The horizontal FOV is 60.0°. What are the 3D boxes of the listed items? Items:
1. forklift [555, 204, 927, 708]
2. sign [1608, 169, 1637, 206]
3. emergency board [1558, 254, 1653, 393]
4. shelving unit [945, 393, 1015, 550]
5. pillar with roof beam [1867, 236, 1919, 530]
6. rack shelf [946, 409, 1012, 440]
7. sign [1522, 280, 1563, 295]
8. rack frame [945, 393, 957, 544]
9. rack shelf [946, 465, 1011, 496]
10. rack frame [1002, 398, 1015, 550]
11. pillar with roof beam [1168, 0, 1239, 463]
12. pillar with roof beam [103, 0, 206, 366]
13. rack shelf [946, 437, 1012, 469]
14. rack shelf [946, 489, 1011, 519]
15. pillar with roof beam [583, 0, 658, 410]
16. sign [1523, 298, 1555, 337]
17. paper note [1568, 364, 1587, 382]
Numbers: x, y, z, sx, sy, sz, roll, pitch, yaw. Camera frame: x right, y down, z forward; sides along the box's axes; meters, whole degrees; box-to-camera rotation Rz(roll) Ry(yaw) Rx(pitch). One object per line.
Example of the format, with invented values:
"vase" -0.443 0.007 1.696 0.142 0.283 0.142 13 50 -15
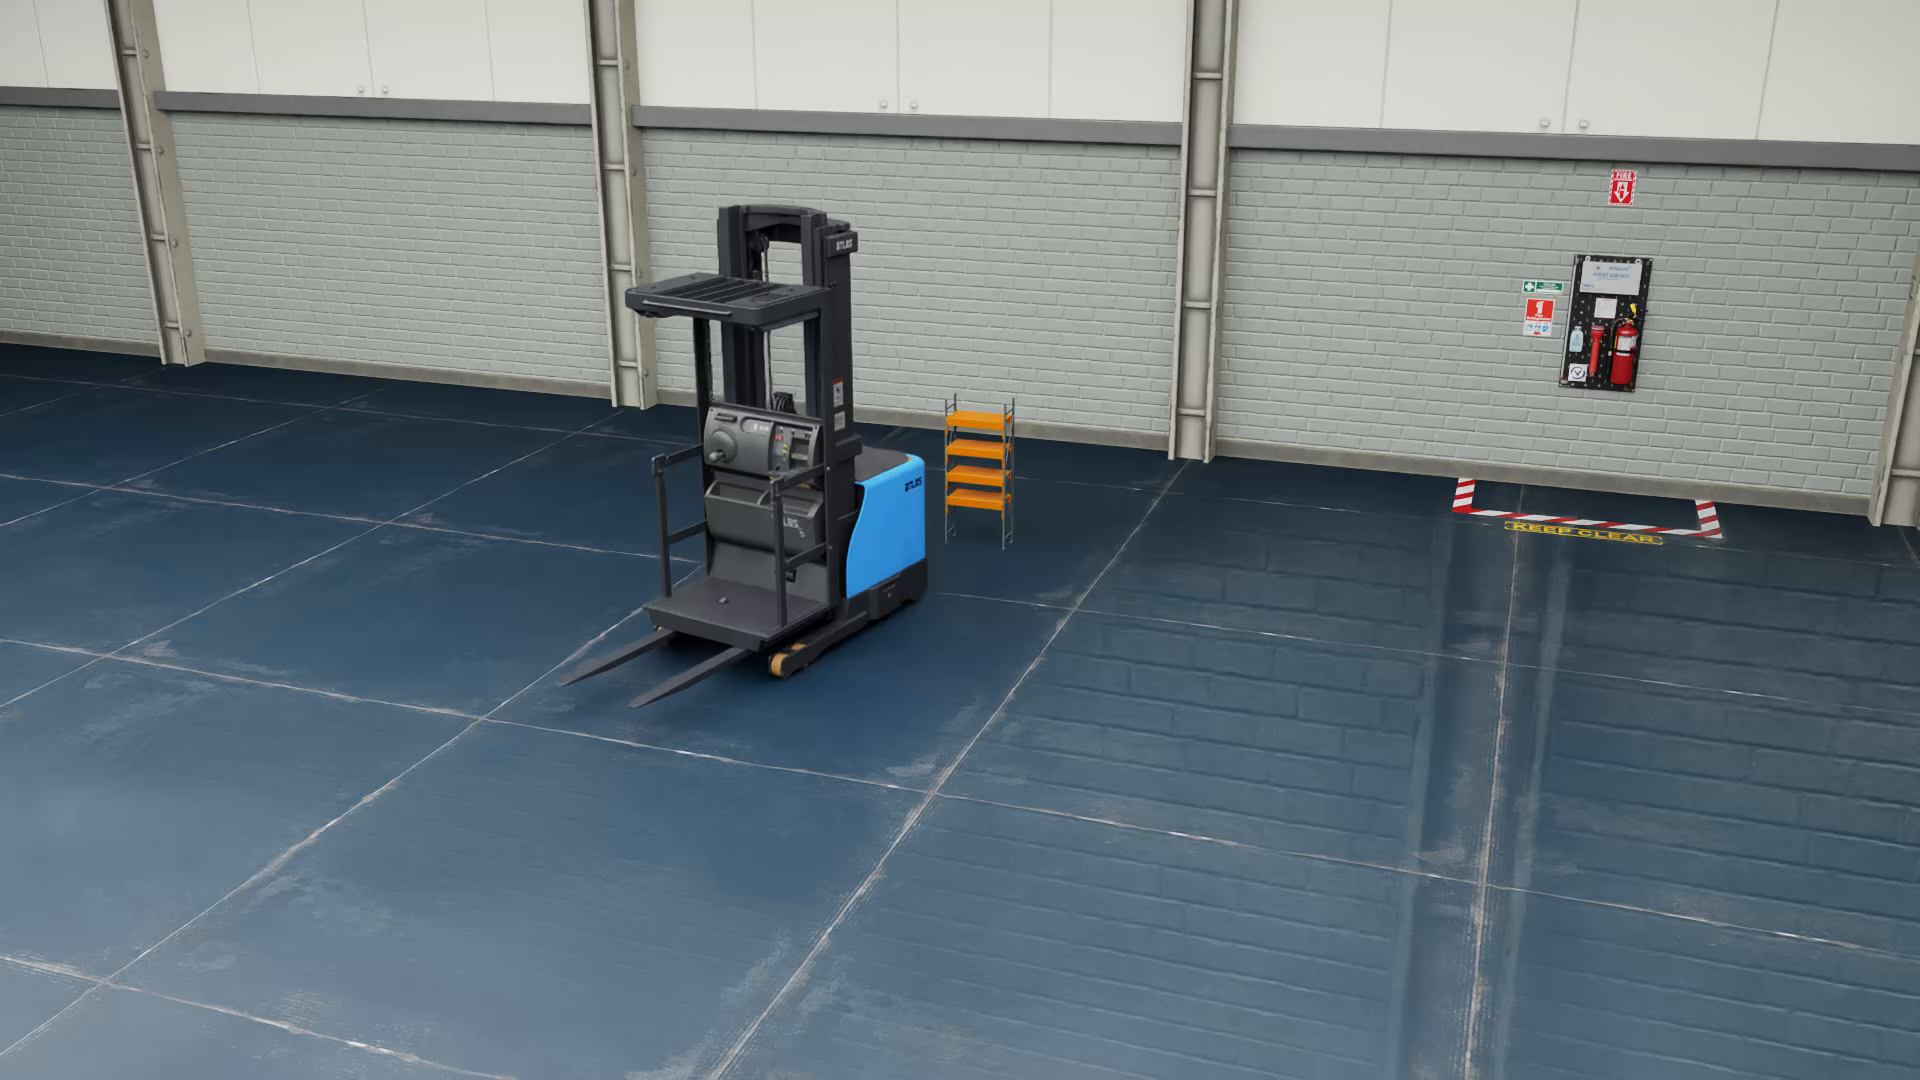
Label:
"forklift" -1.445 -0.647 10.980 1.130 2.935 3.031 11 22 30
"sign" 5.581 -2.968 14.012 0.199 0.298 0.001 7 20 18
"emergency board" 5.556 -1.842 14.302 0.643 1.169 0.194 7 20 18
"shelving unit" 0.156 -0.549 13.327 0.503 1.200 0.258 7 20 18
"pillar with roof beam" 6.465 -3.057 8.675 0.400 9.000 9.100 7 20 18
"rack shelf" 0.156 -0.920 13.198 0.480 0.148 0.258 7 20 18
"sign" 5.069 -2.197 14.463 0.331 0.109 0.001 7 20 18
"rack frame" -0.074 -0.575 13.403 0.015 1.200 0.240 7 20 18
"rack shelf" 0.156 -0.485 13.350 0.480 0.148 0.258 7 20 18
"rack frame" 0.387 -0.522 13.252 0.015 1.200 0.240 7 20 18
"pillar with roof beam" 0.797 -3.705 10.534 0.400 9.000 9.100 7 20 18
"pillar with roof beam" -10.538 -5.001 14.253 0.400 9.000 9.100 7 20 18
"rack shelf" 0.156 -0.696 13.276 0.480 0.148 0.258 7 20 18
"rack shelf" 0.156 -0.298 13.415 0.480 0.148 0.258 7 20 18
"pillar with roof beam" -4.870 -4.353 12.394 0.400 9.000 9.100 7 20 18
"sign" 5.068 -1.950 14.560 0.234 0.329 0.001 7 20 18
"paper note" 5.411 -1.466 14.564 0.142 0.148 0.016 7 20 18
